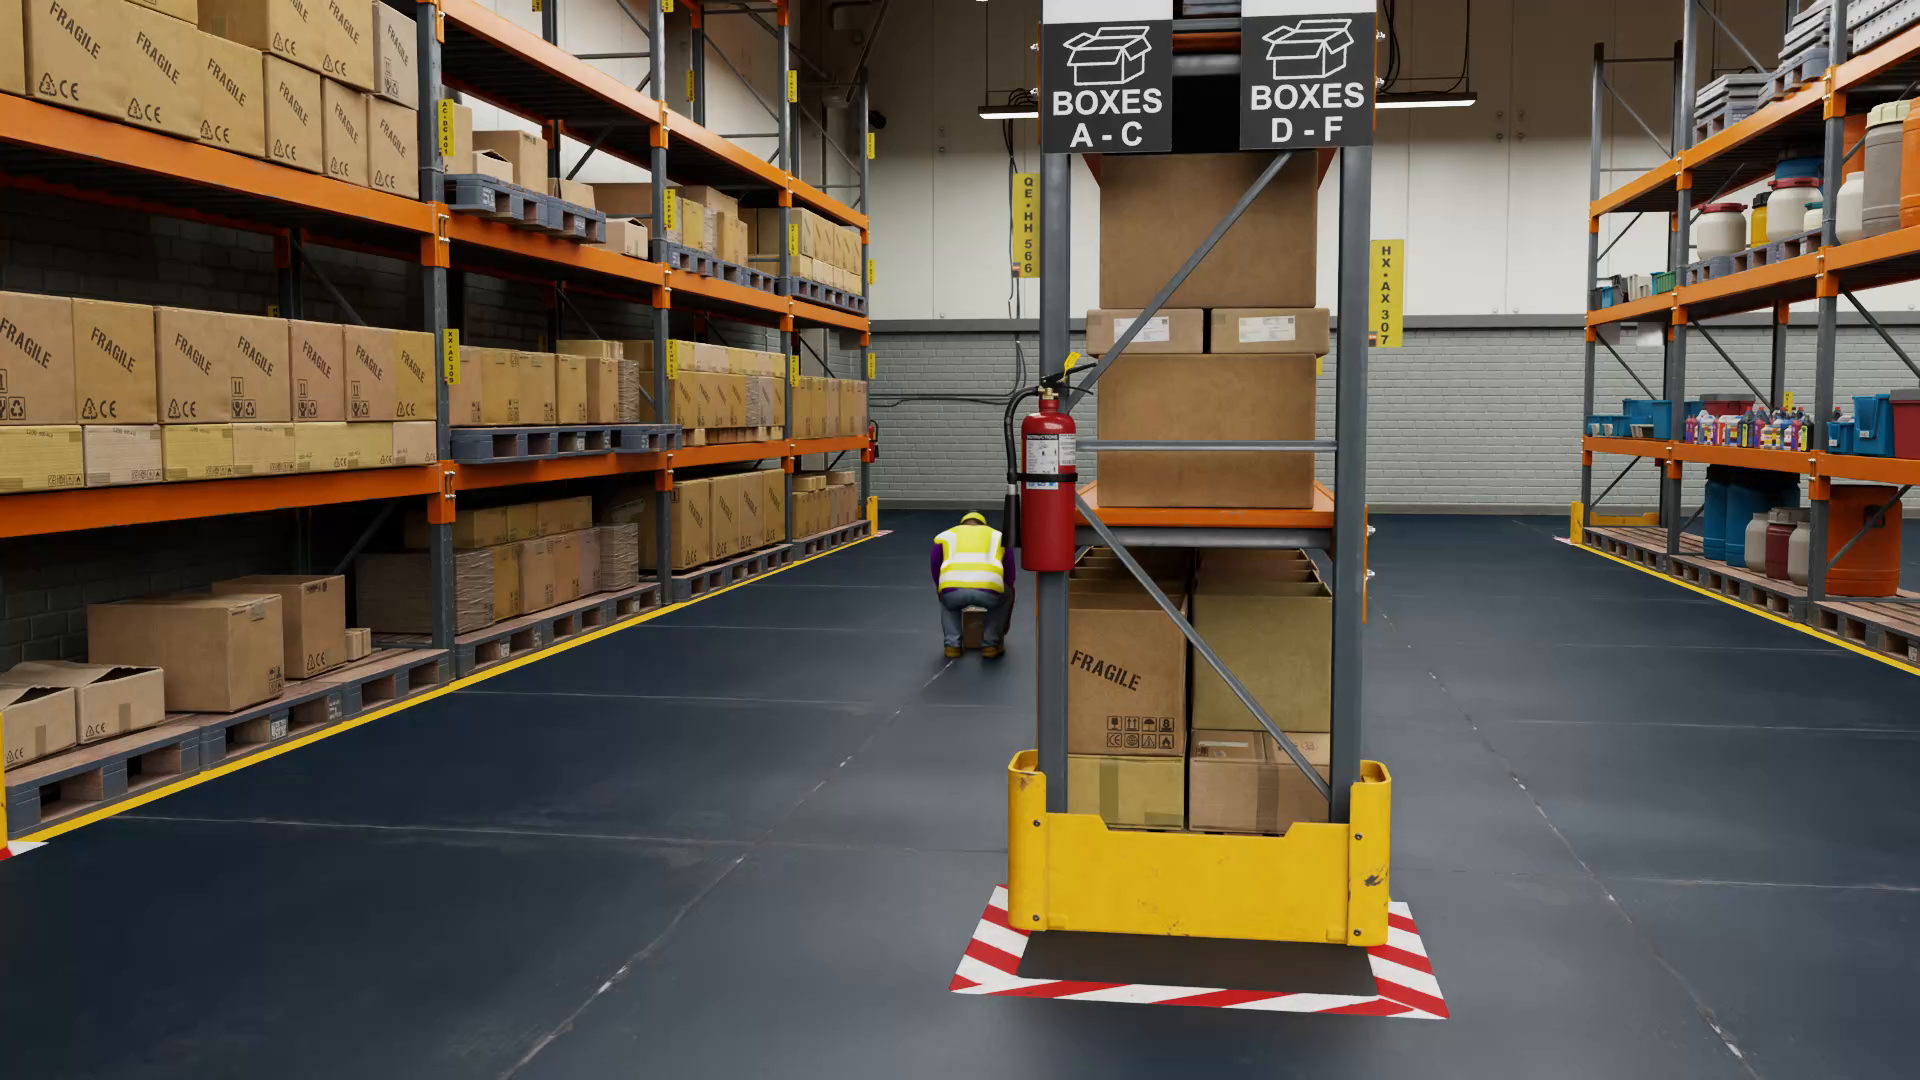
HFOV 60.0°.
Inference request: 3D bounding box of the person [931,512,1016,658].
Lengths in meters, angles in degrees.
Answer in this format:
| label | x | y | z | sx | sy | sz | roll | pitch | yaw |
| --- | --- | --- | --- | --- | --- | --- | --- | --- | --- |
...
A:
| label | x | y | z | sx | sy | sz | roll | pitch | yaw |
| --- | --- | --- | --- | --- | --- | --- | --- | --- | --- |
| person | 0.069 | 0.298 | 11.130 | 0.569 | 0.926 | 0.896 | 1 | 4 | 9 |
